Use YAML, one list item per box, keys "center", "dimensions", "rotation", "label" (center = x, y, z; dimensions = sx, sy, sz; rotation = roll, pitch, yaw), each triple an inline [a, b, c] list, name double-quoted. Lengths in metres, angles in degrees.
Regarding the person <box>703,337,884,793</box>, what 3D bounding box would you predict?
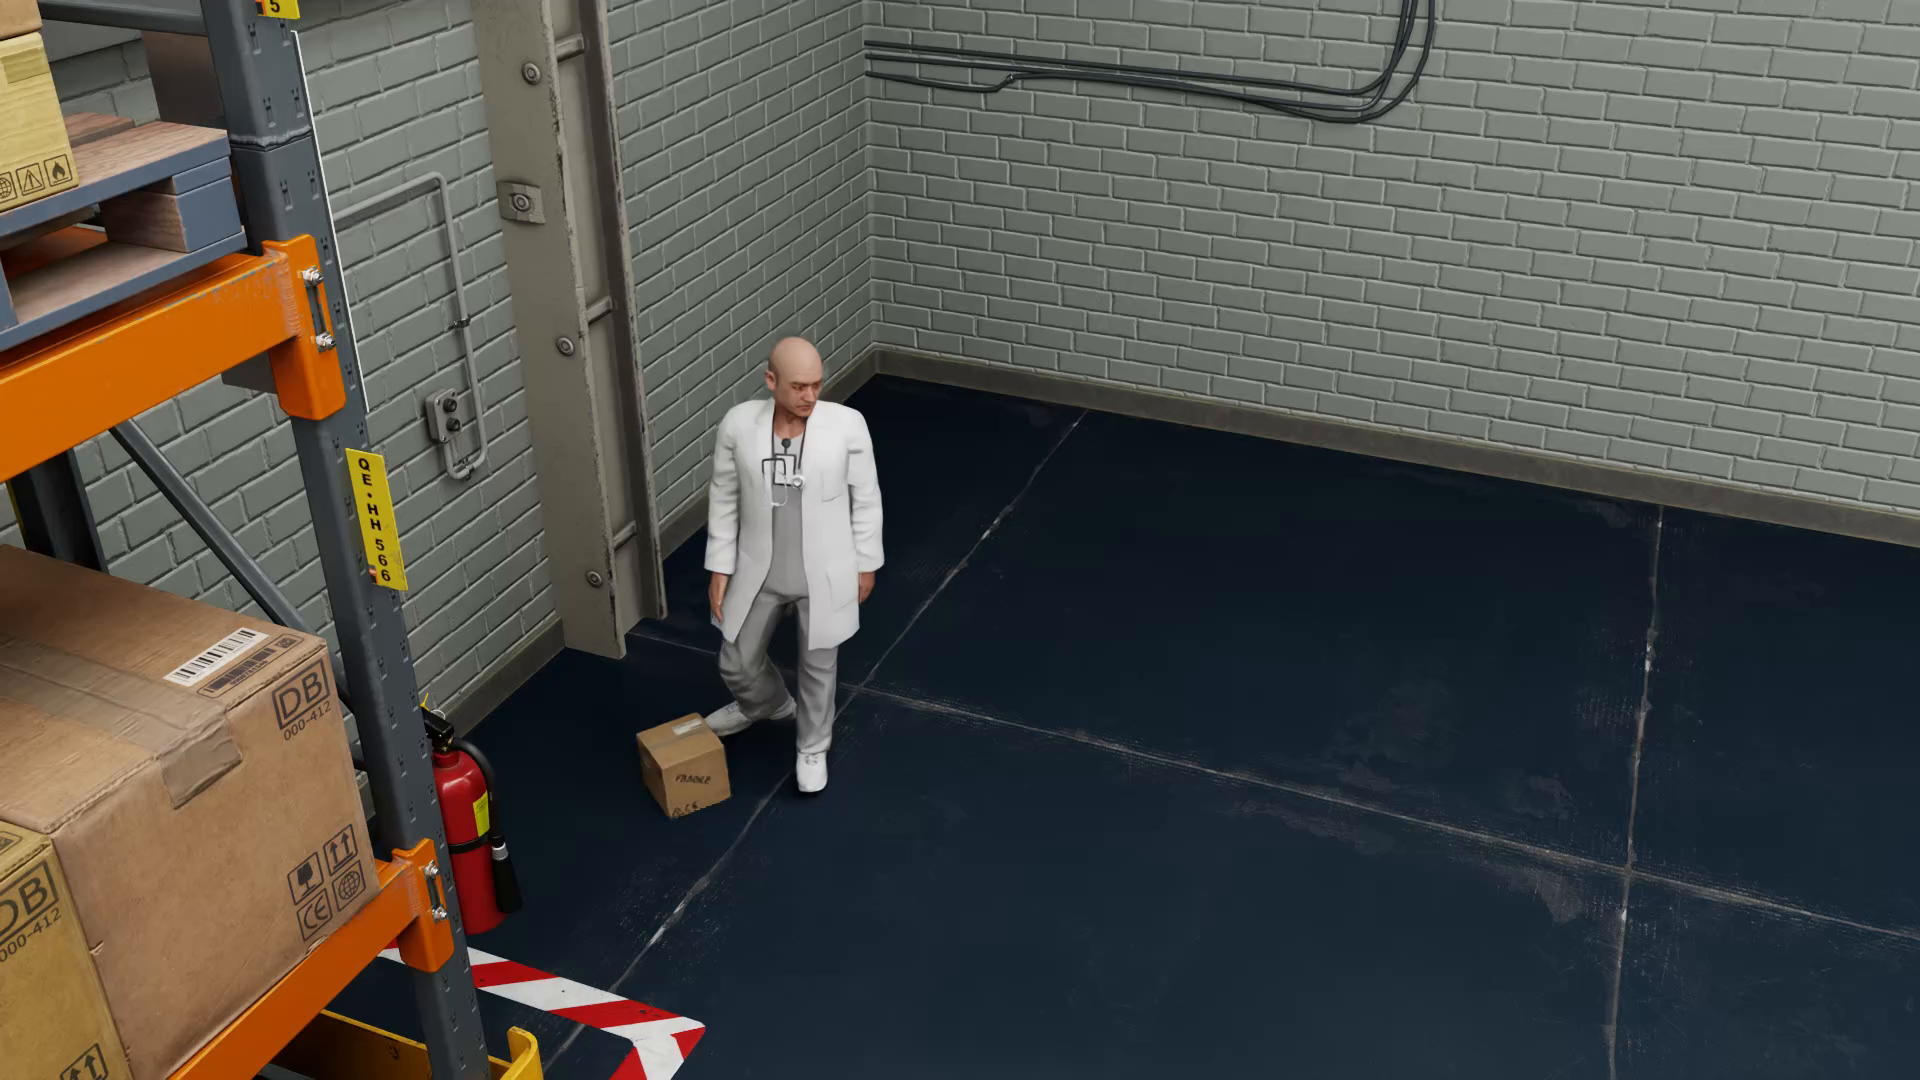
- center: [-0.647, 0.085, 5.952]
  dimensions: [0.751, 1.770, 0.501]
  rotation: [3, 29, 6]
  label: "person"
